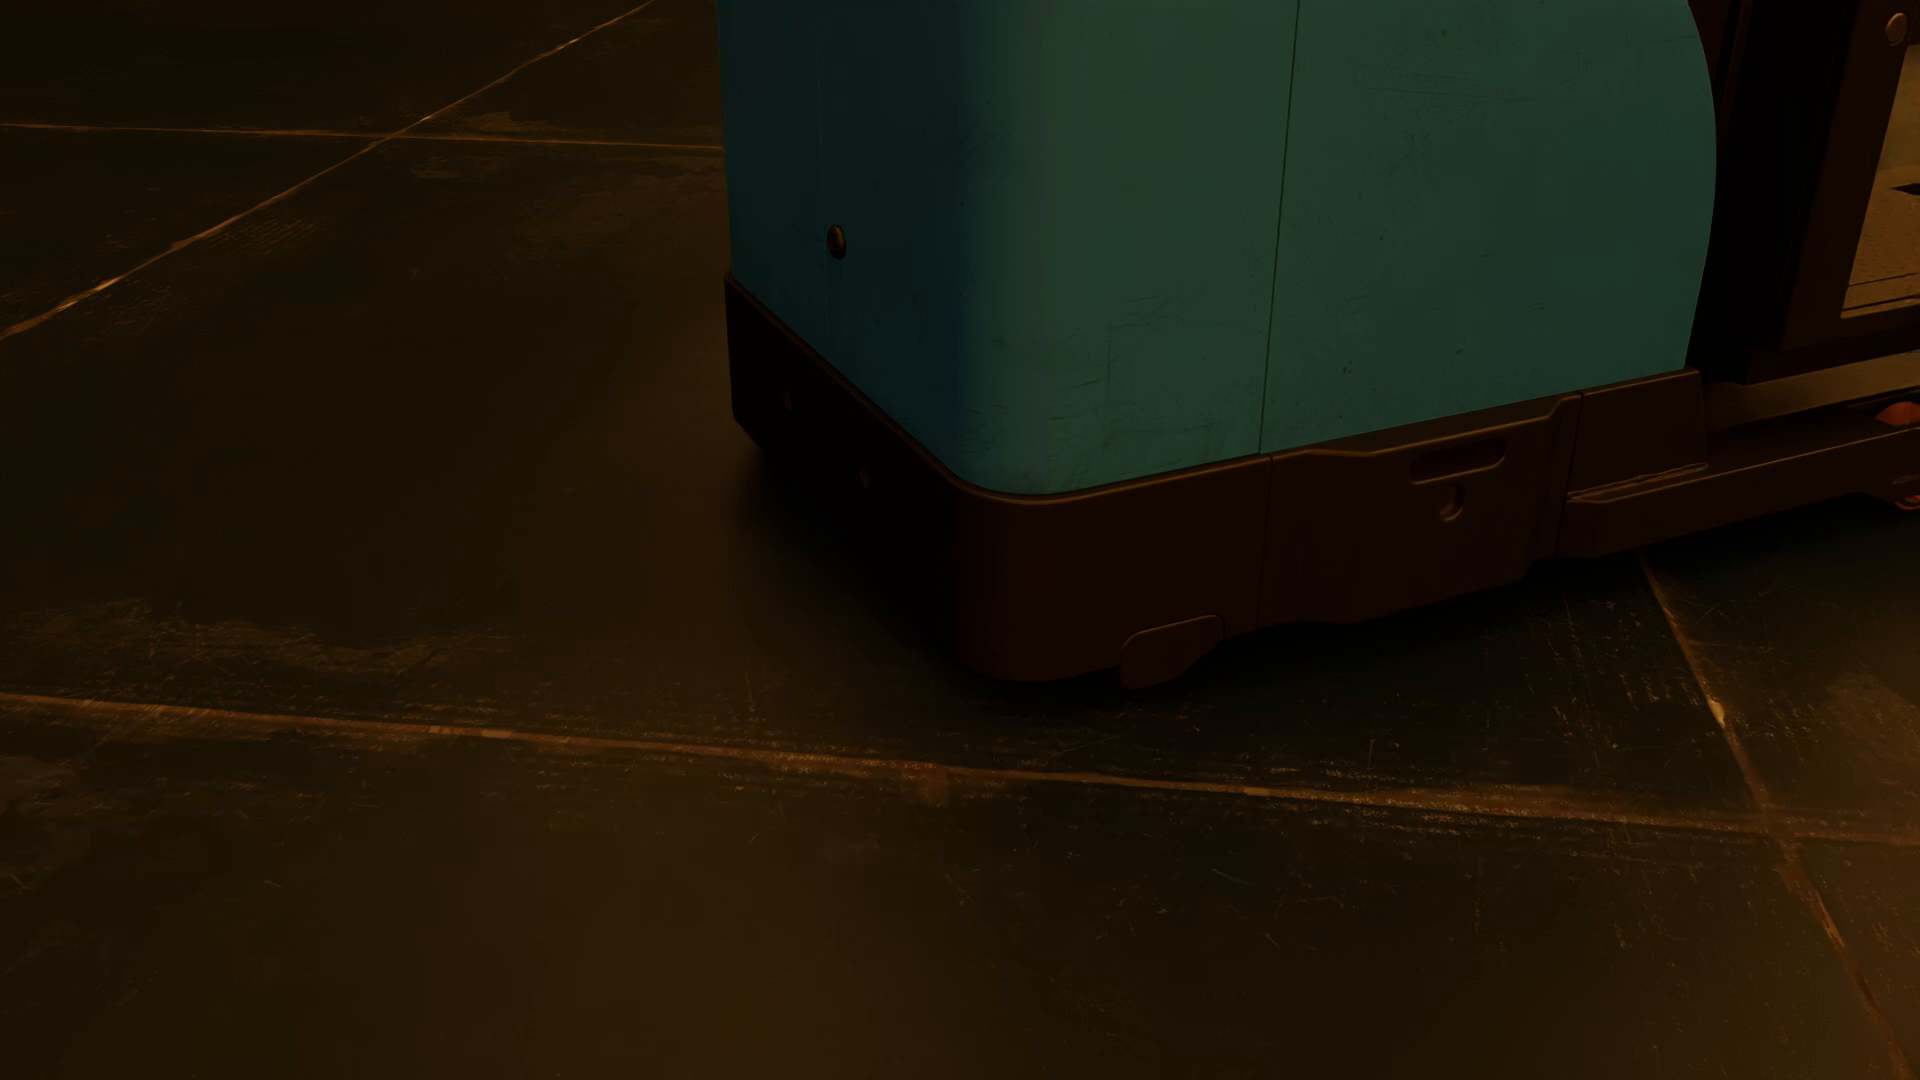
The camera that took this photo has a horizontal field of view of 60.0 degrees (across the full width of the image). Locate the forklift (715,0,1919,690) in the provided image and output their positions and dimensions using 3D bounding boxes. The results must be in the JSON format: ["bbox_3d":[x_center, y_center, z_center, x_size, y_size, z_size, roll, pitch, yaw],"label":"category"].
[{"bbox_3d":[1.183,-1.558,2.339,3.031,2.935,1.130,-12,29,-22],"label":"forklift"}]
